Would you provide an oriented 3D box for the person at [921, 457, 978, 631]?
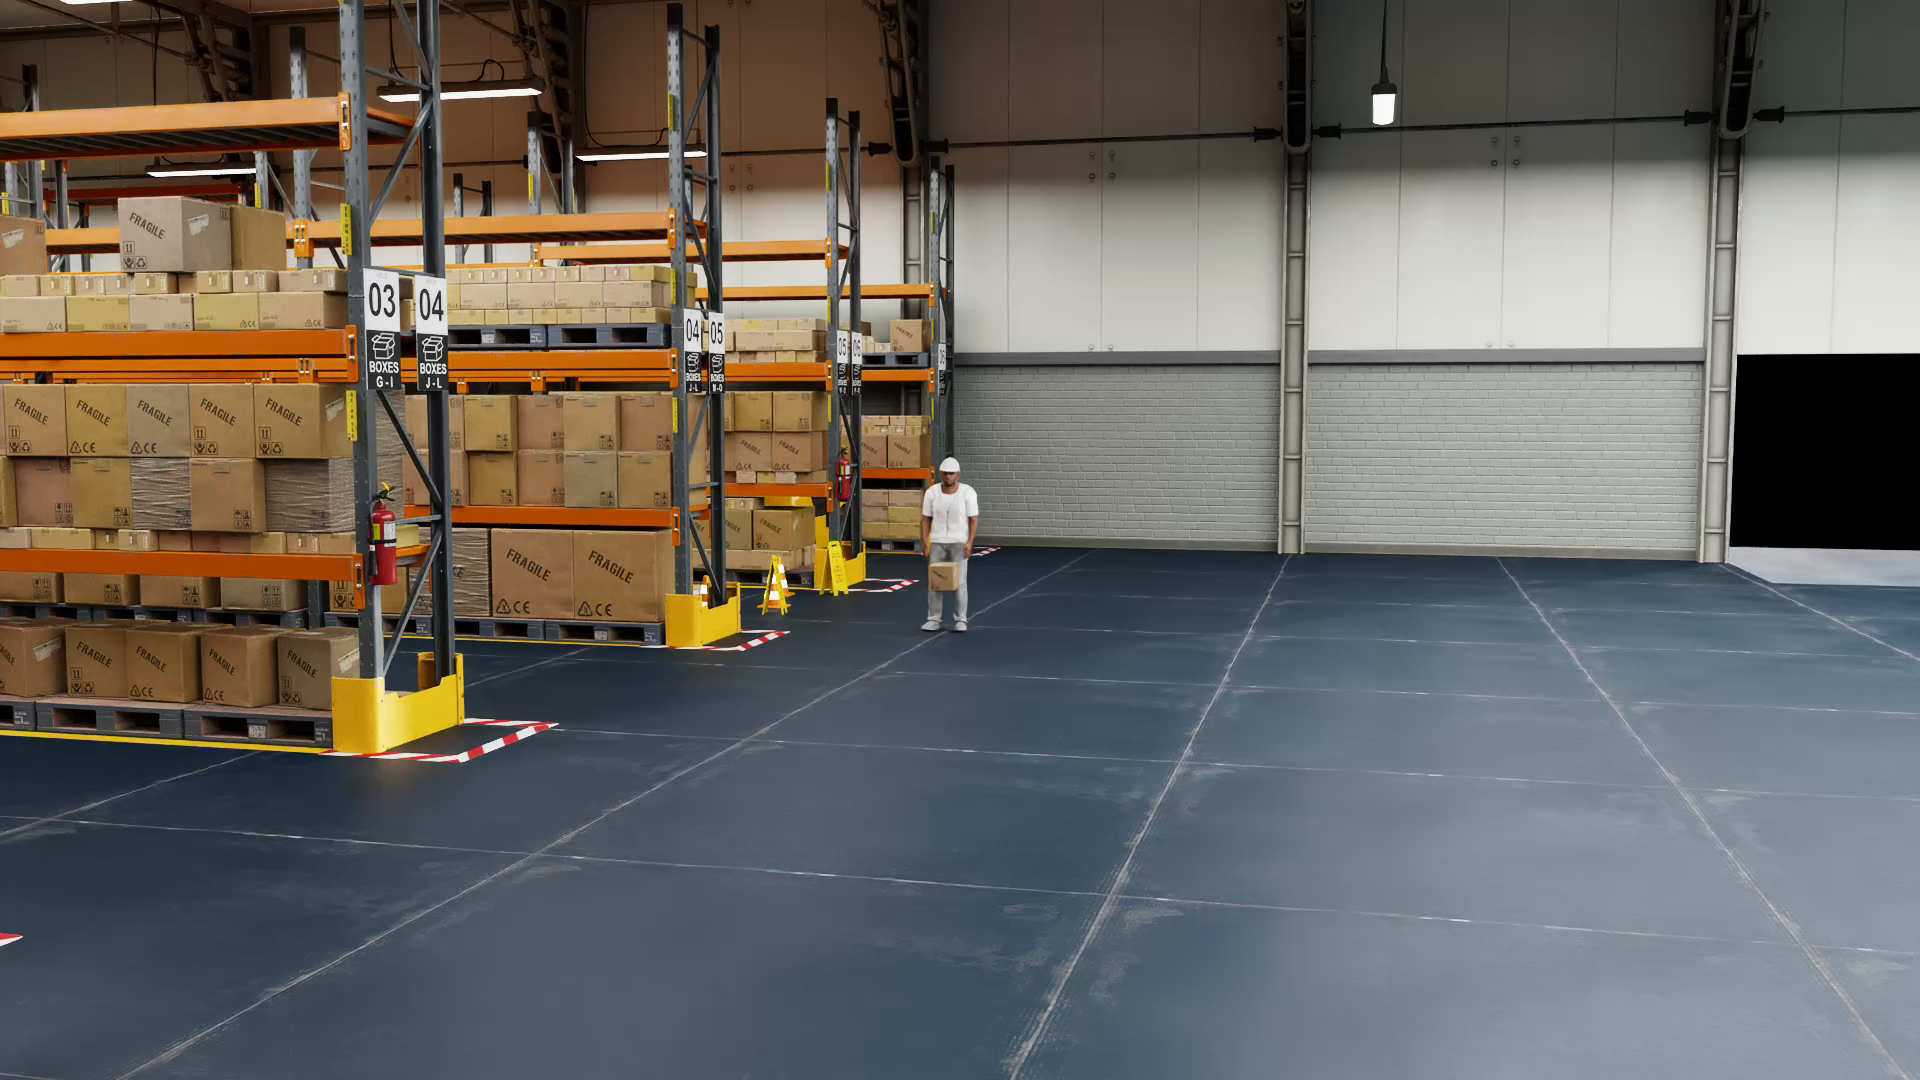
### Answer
[{"bbox_3d":[-0.107,0.041,16.906,0.586,1.766,0.419,1,5,12],"label":"person"}]
